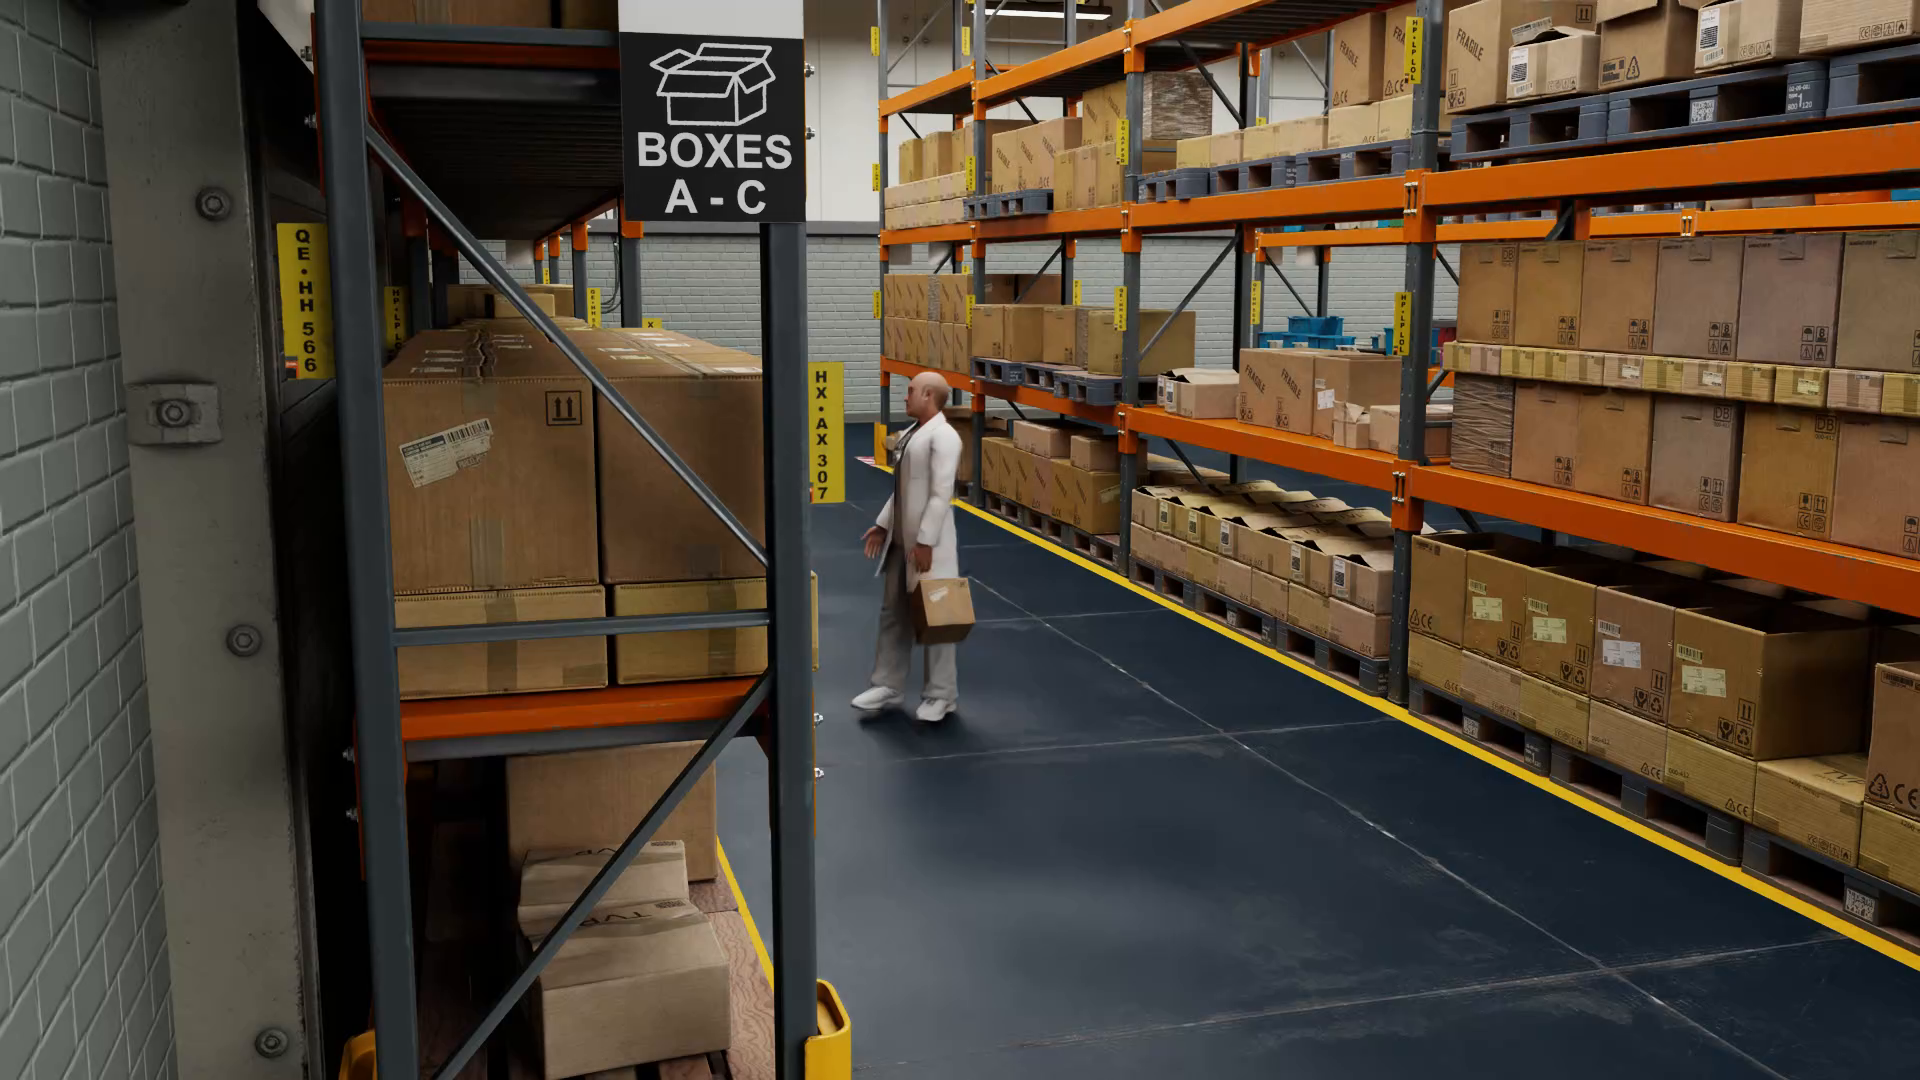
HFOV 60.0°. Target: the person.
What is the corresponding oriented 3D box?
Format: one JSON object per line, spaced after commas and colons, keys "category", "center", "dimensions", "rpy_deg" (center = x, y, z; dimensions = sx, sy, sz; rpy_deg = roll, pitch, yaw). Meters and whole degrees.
{"category": "person", "center": [-0.278, 0.031, 8.589], "dimensions": [0.568, 1.782, 0.582], "rpy_deg": [-5, 10, -27]}
